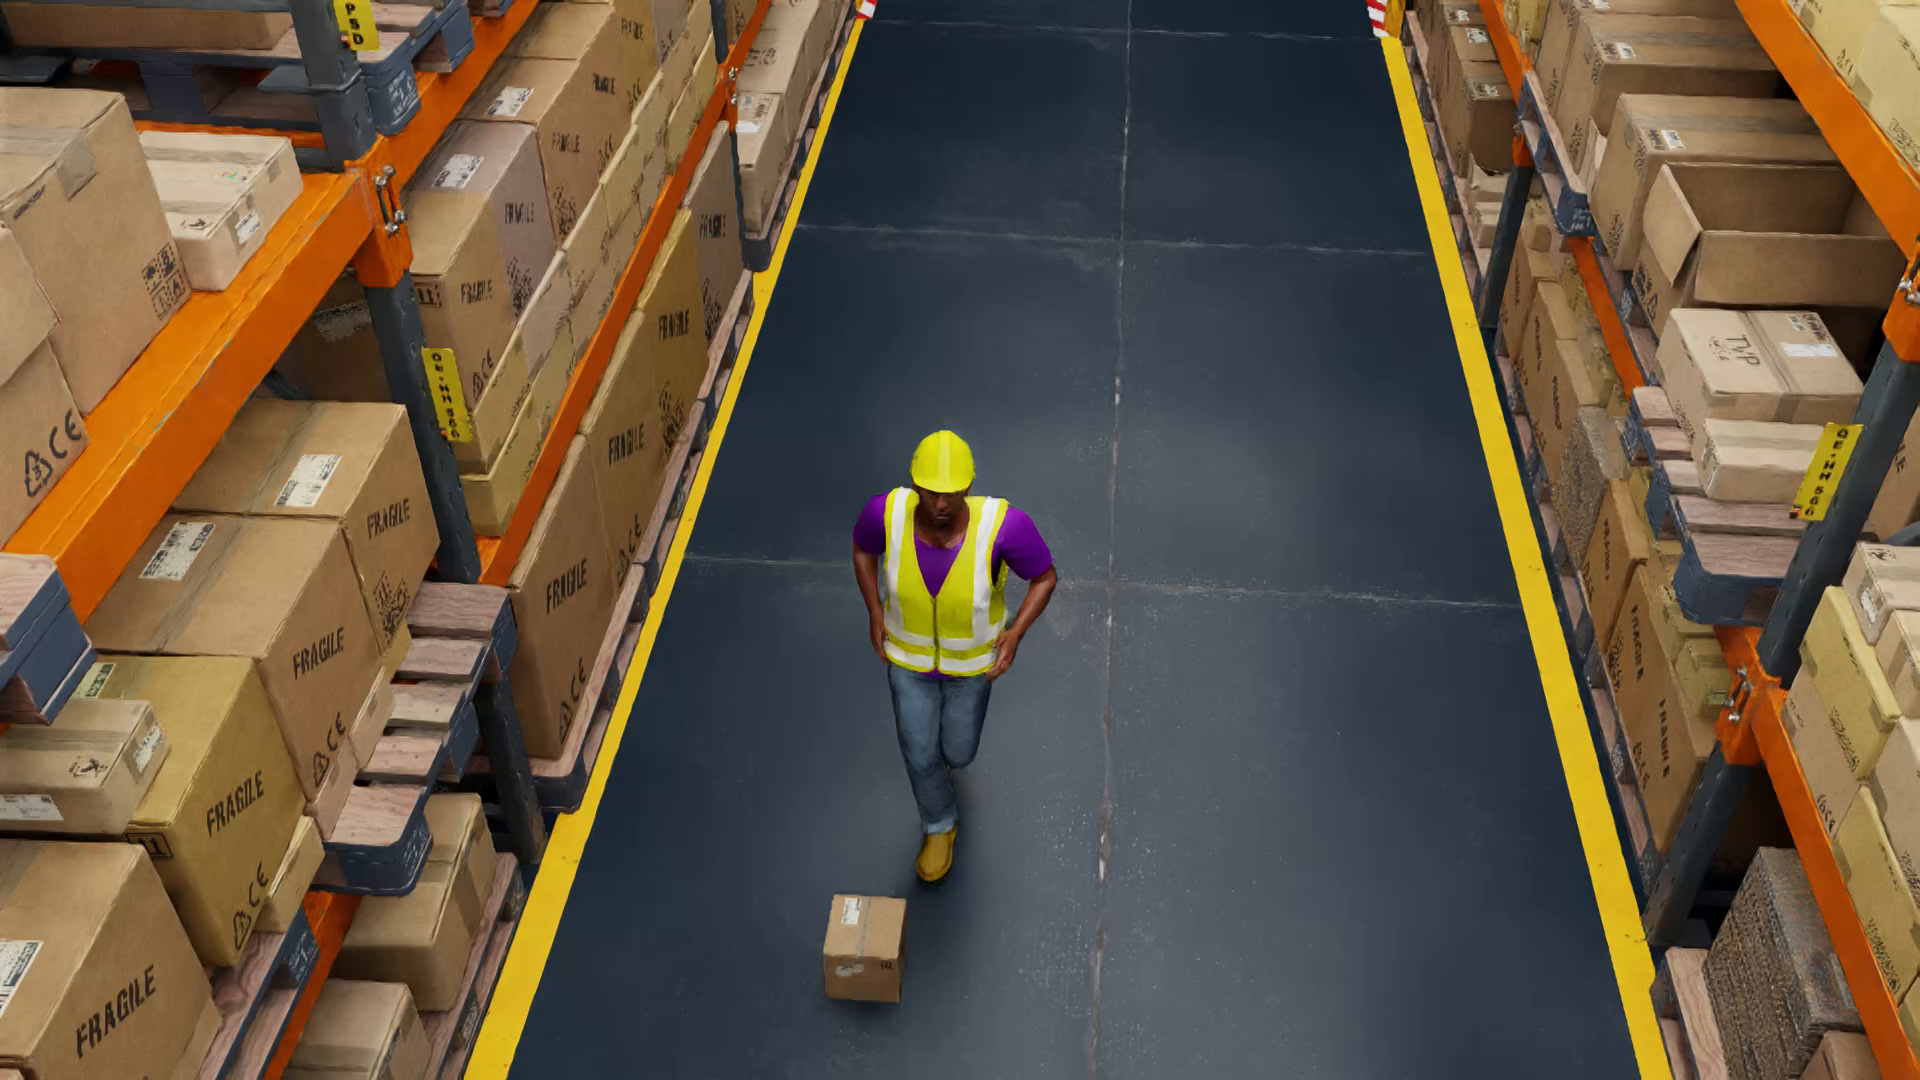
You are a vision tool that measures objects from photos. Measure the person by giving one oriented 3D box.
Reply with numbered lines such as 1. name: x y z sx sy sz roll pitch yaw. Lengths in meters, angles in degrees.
1. person: -0.039 0.359 5.717 0.712 1.745 0.726 5 40 6
